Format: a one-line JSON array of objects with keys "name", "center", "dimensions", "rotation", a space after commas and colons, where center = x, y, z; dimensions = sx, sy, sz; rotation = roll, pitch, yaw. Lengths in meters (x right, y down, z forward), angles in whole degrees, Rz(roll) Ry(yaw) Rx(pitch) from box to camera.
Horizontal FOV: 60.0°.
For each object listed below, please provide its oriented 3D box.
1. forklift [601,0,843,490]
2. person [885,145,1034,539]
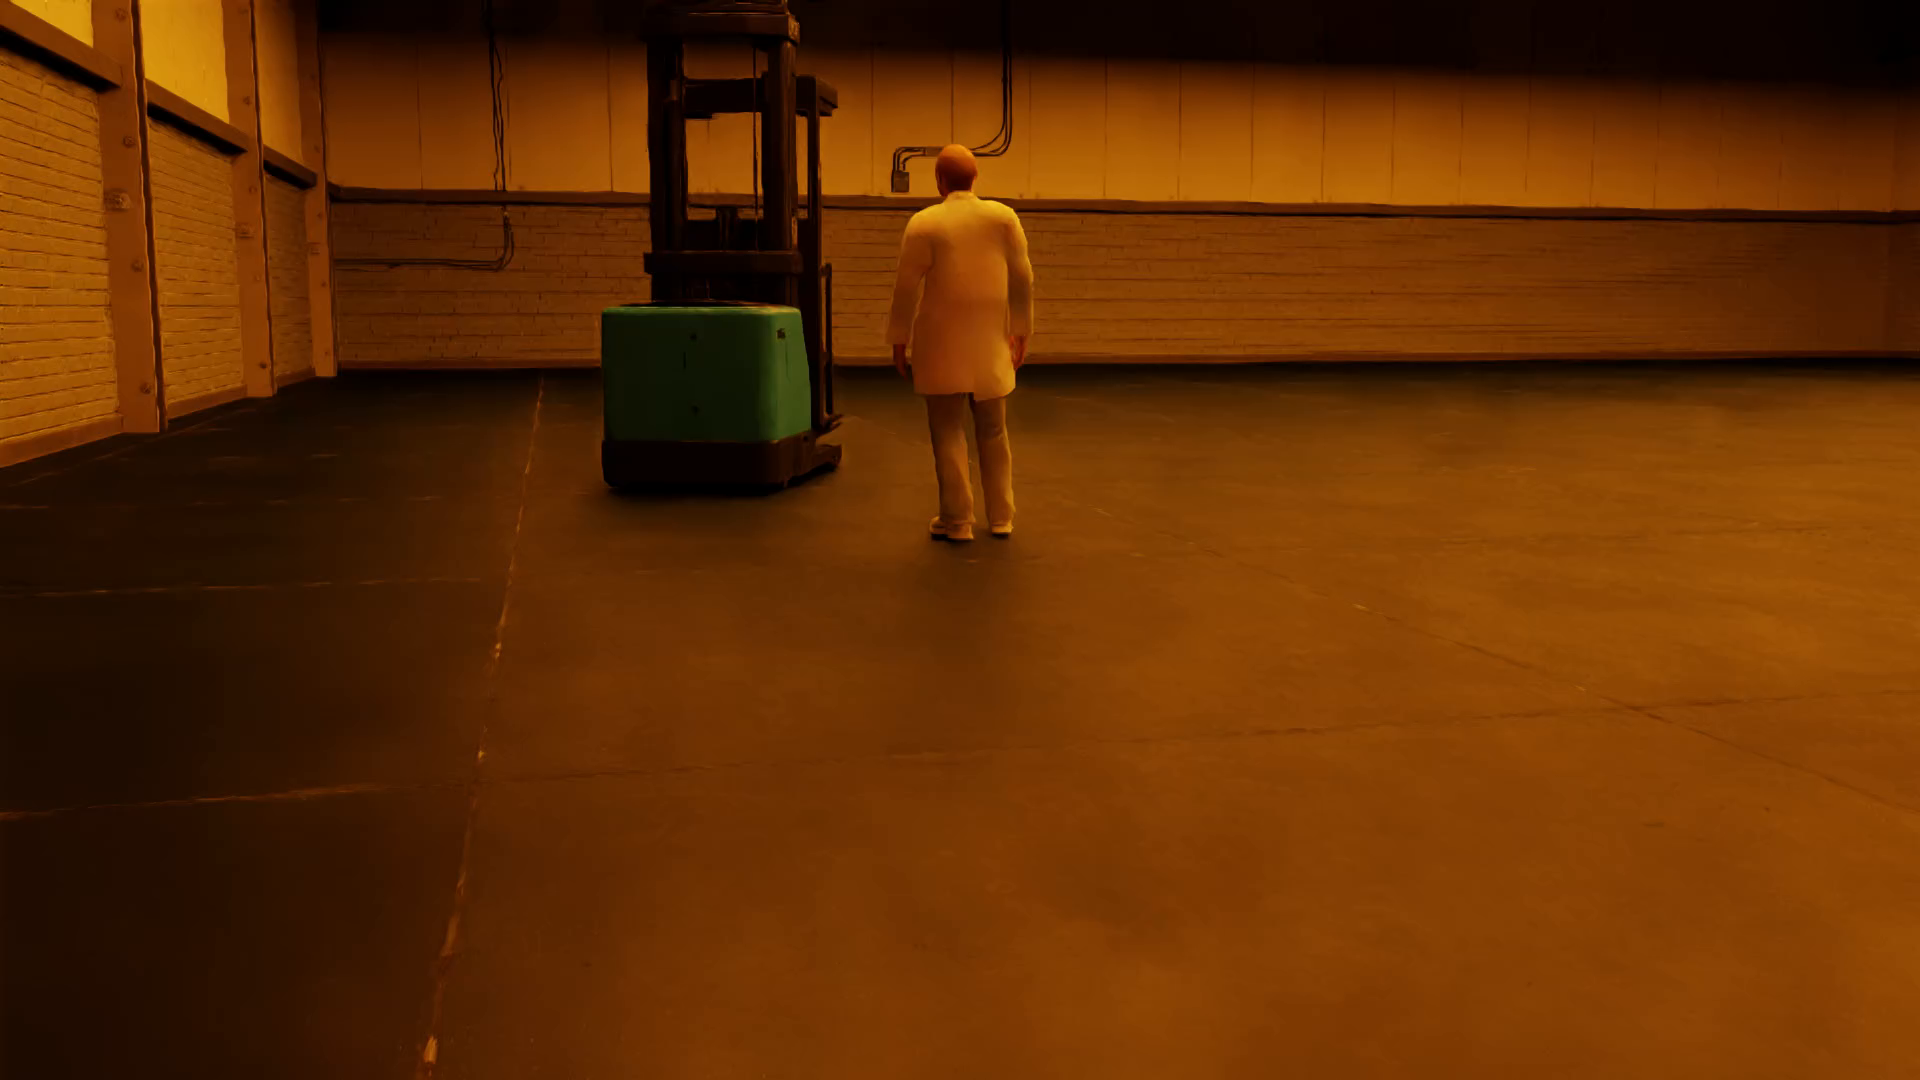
[{"name": "forklift", "center": [-1.395, -1.916, 10.817], "dimensions": [1.130, 2.935, 3.031], "rotation": [1, 8, 6]}, {"name": "person", "center": [-0.017, -0.900, 7.672], "dimensions": [0.694, 1.776, 0.579], "rotation": [-2, 8, -13]}]
